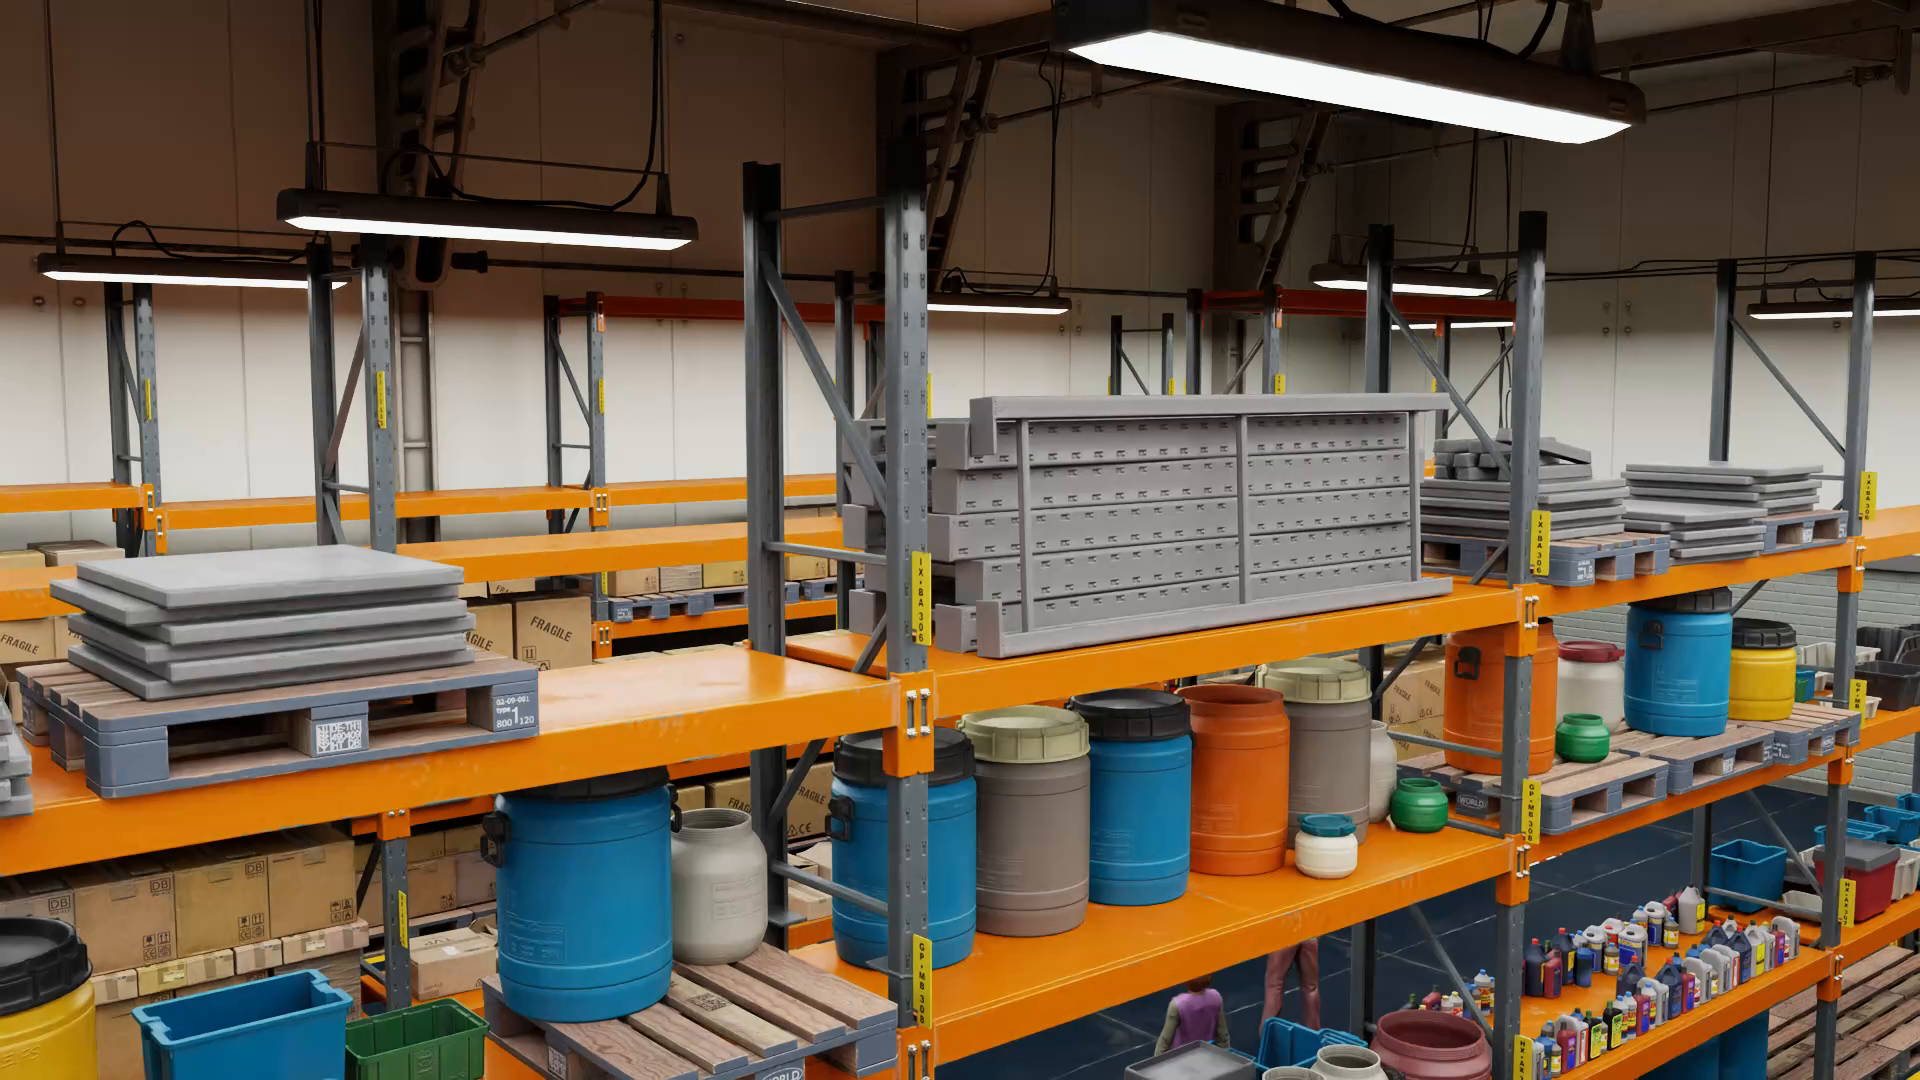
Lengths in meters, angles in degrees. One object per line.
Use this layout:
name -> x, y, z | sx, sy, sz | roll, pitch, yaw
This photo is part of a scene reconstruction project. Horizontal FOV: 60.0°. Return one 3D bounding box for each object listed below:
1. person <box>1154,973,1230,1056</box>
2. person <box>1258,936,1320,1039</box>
person -> 1.454, 3.353, 10.447 | 0.513, 1.593, 0.422 | -1, 6, -11
person -> 2.575, 3.105, 12.838 | 0.523, 1.670, 0.433 | -1, 6, -14
